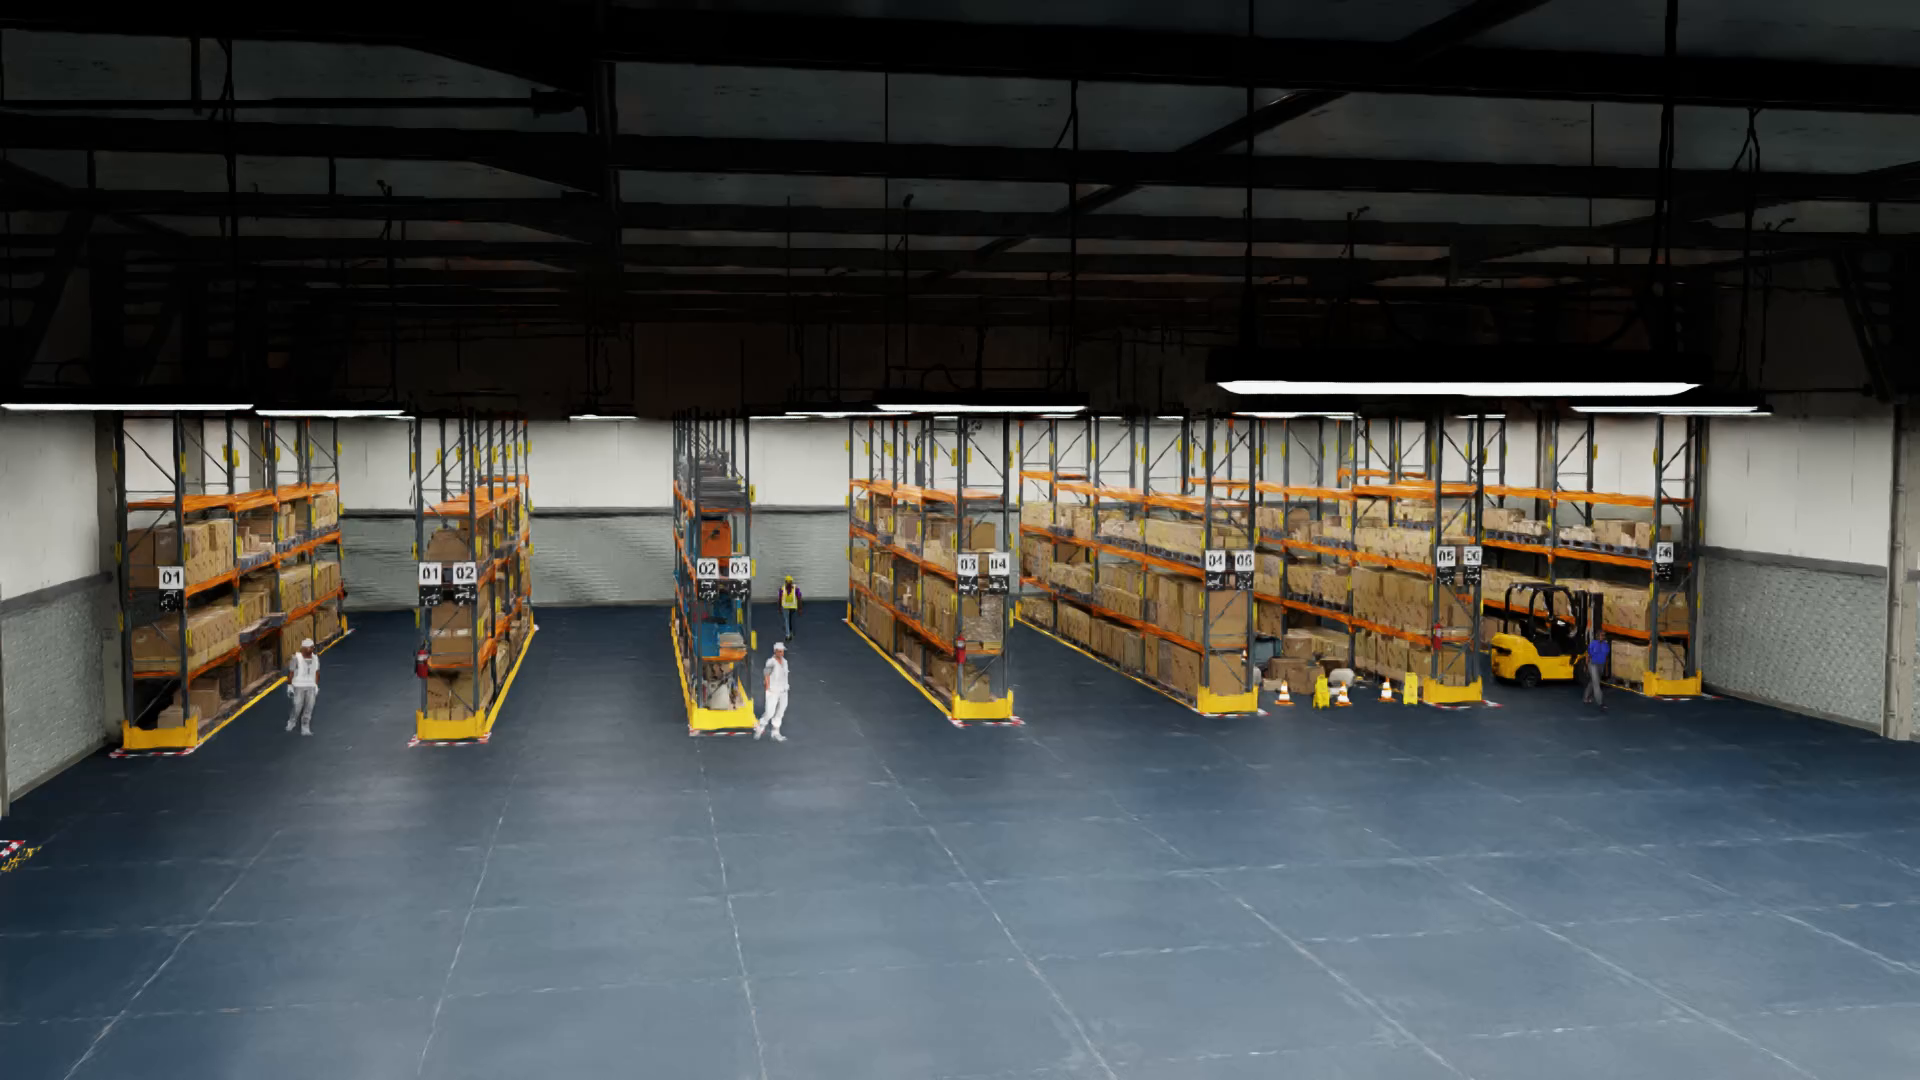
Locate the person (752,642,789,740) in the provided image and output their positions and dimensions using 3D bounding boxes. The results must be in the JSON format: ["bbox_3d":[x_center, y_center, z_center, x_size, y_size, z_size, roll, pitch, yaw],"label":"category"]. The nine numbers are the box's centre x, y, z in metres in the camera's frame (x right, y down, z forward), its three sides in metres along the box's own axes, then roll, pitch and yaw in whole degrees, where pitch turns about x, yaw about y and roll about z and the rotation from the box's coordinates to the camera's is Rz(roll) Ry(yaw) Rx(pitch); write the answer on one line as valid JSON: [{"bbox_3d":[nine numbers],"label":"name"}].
[{"bbox_3d":[-3.369,2.711,29.798,0.530,1.777,0.716,3,5,40],"label":"person"}]

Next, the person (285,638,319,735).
[{"bbox_3d":[-12.019,2.678,30.407,0.569,1.778,0.603,4,6,43],"label":"person"}]

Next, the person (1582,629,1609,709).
[{"bbox_3d":[12.793,2.550,33.323,0.445,1.574,1.081,-1,4,-14],"label":"person"}]

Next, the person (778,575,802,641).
[{"bbox_3d":[-4.456,1.768,43.624,0.591,1.714,1.042,-1,4,-12],"label":"person"}]
